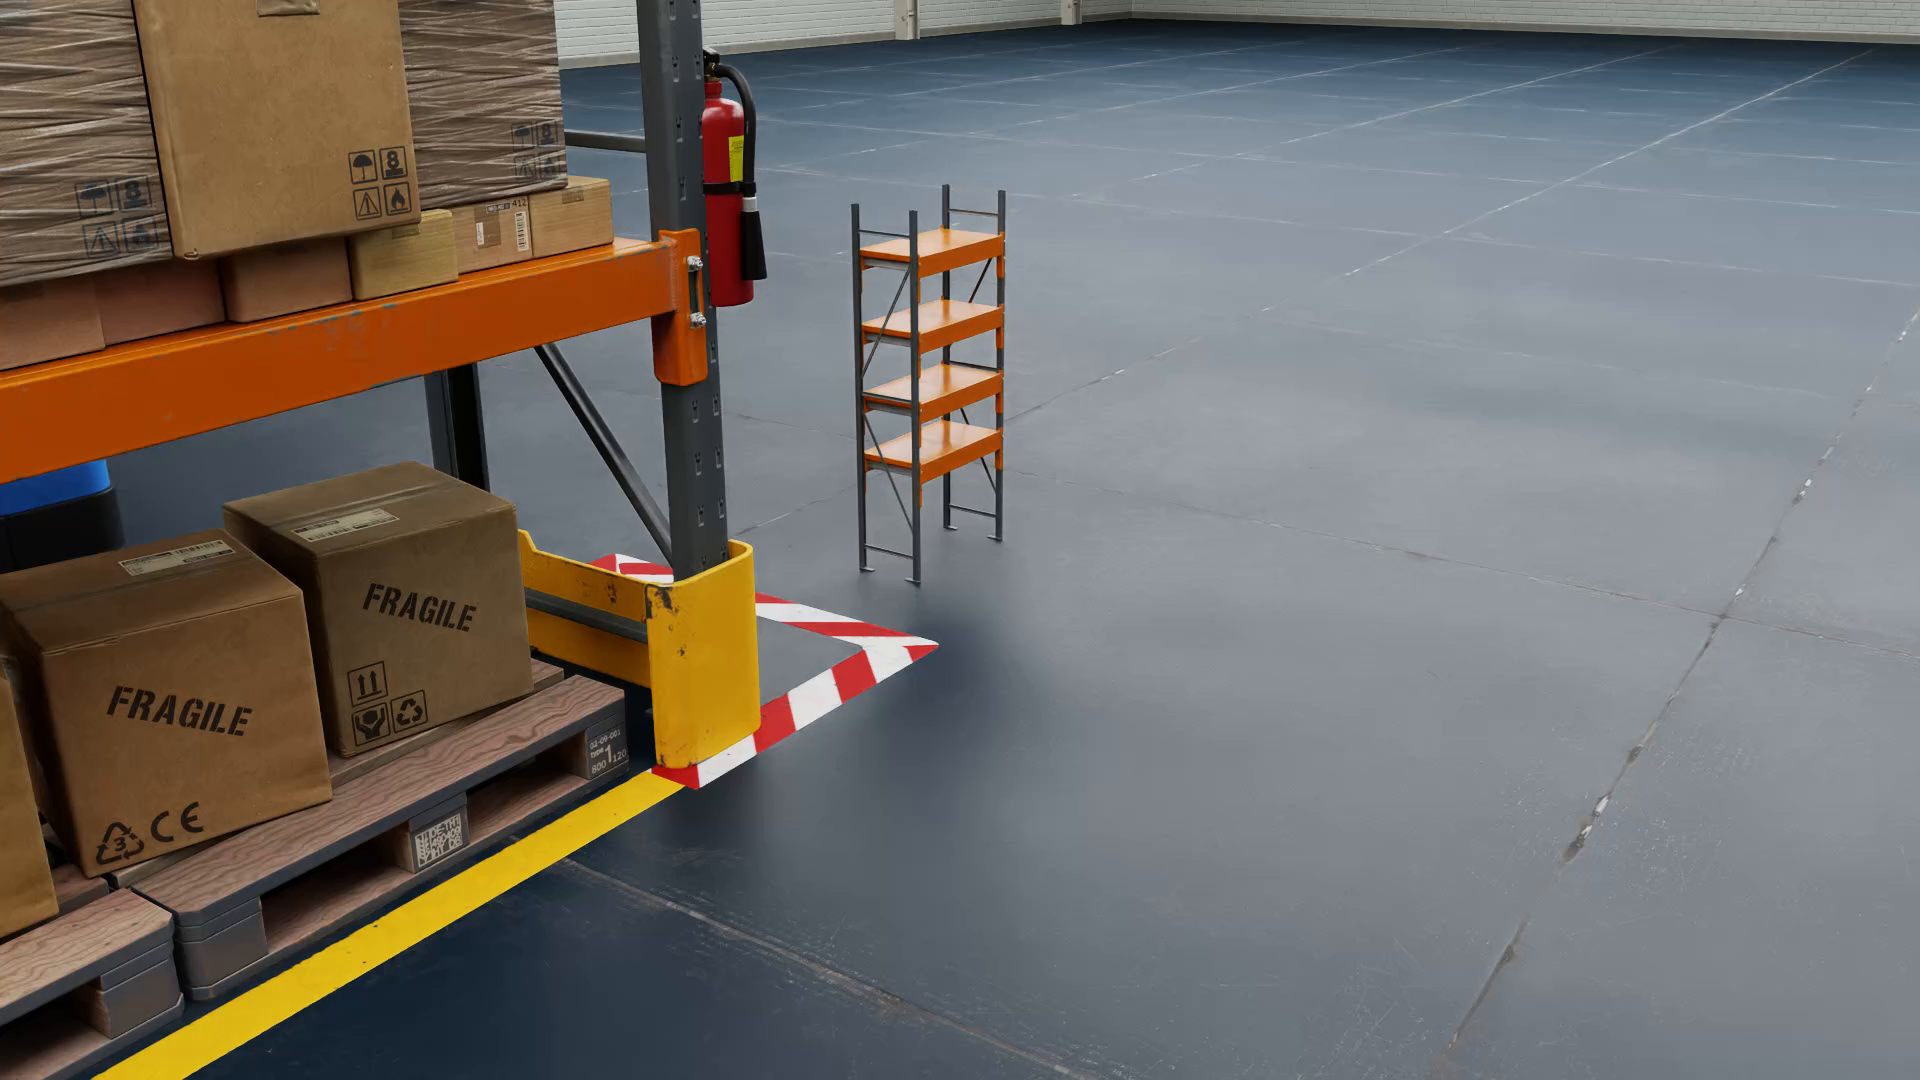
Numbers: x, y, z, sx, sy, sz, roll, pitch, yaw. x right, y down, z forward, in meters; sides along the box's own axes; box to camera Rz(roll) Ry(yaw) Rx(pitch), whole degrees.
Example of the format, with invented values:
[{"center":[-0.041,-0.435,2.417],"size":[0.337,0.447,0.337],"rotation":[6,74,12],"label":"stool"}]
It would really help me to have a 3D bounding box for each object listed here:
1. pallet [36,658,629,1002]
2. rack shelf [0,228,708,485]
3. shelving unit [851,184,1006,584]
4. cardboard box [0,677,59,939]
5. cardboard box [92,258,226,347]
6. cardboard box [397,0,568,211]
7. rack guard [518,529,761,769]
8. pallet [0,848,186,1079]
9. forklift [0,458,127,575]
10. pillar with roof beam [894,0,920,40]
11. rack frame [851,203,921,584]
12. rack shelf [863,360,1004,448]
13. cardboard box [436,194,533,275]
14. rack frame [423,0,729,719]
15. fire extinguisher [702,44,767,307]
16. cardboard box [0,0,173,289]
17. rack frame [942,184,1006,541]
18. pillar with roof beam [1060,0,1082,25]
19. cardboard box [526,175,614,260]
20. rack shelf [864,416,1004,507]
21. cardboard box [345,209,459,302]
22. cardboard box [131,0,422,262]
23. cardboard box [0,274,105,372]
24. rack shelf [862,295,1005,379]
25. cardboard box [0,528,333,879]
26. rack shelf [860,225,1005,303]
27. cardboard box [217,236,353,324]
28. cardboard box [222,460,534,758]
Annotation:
[{"center":[-1.571,0.551,3.971],"size":[1.003,0.211,1.213],"rotation":[13,24,32],"label":"pallet"},{"center":[-2.167,-0.094,2.731],"size":[1.077,0.370,4.000],"rotation":[13,24,32],"label":"rack shelf"},{"center":[-0.093,-0.515,5.428],"size":[0.258,1.200,0.503],"rotation":[13,24,32],"label":"shelving unit"},{"center":[-2.083,0.501,3.085],"size":[0.500,0.500,0.500],"rotation":[16,26,37],"label":"cardboard box"},{"center":[-1.599,-0.479,3.099],"size":[0.380,0.149,0.250],"rotation":[13,24,32],"label":"cardboard box"},{"center":[-1.374,-1.039,3.676],"size":[0.875,0.500,0.500],"rotation":[13,24,32],"label":"cardboard box"},{"center":[-1.085,0.189,4.532],"size":[1.175,0.500,0.348],"rotation":[13,24,32],"label":"rack guard"},{"center":[-2.257,0.900,3.028],"size":[1.003,0.211,1.213],"rotation":[13,24,32],"label":"pallet"},{"center":[-4.018,-0.953,4.117],"size":[1.130,2.935,3.031],"rotation":[15,25,36],"label":"forklift"},{"center":[2.569,-12.741,27.237],"size":[9.100,9.000,0.400],"rotation":[13,24,32],"label":"pillar with roof beam"},{"center":[-0.230,-0.445,5.239],"size":[0.240,1.200,0.015],"rotation":[13,24,32],"label":"rack frame"},{"center":[-0.093,-0.452,5.452],"size":[0.258,0.148,0.480],"rotation":[13,24,32],"label":"rack shelf"},{"center":[-1.173,-0.693,3.678],"size":[0.380,0.149,0.250],"rotation":[13,24,32],"label":"cardboard box"},{"center":[-1.042,-1.005,4.158],"size":[1.000,3.000,0.127],"rotation":[13,24,32],"label":"rack frame"},{"center":[-0.597,-0.911,4.017],"size":[0.296,0.674,0.183],"rotation":[13,24,32],"label":"fire extinguisher"},{"center":[-1.873,-0.737,2.860],"size":[0.875,0.500,0.500],"rotation":[13,24,32],"label":"cardboard box"},{"center":[0.044,-0.585,5.618],"size":[0.240,1.200,0.015],"rotation":[13,24,32],"label":"rack frame"},{"center":[5.942,-14.462,31.891],"size":[9.100,9.000,0.400],"rotation":[13,24,32],"label":"pillar with roof beam"},{"center":[-1.032,-0.765,3.871],"size":[0.380,0.149,0.250],"rotation":[13,24,32],"label":"cardboard box"},{"center":[-0.093,-0.266,5.521],"size":[0.258,0.148,0.480],"rotation":[13,24,32],"label":"rack shelf"},{"center":[-1.271,-0.612,3.457],"size":[0.380,0.149,0.250],"rotation":[13,24,32],"label":"cardboard box"},{"center":[-1.556,-0.872,3.225],"size":[0.875,0.500,0.500],"rotation":[13,24,32],"label":"cardboard box"},{"center":[-1.721,-0.403,2.893],"size":[0.380,0.149,0.250],"rotation":[13,24,32],"label":"cardboard box"},{"center":[-0.093,-0.662,5.374],"size":[0.258,0.148,0.480],"rotation":[13,24,32],"label":"rack shelf"},{"center":[-1.715,0.325,3.561],"size":[0.500,0.500,0.500],"rotation":[-17,26,-38],"label":"cardboard box"},{"center":[-0.093,-0.884,5.292],"size":[0.258,0.148,0.480],"rotation":[13,24,32],"label":"rack shelf"},{"center":[-1.424,-0.543,3.271],"size":[0.380,0.149,0.250],"rotation":[13,24,32],"label":"cardboard box"},{"center":[-1.407,0.147,4.043],"size":[0.500,0.500,0.500],"rotation":[19,28,42],"label":"cardboard box"}]
